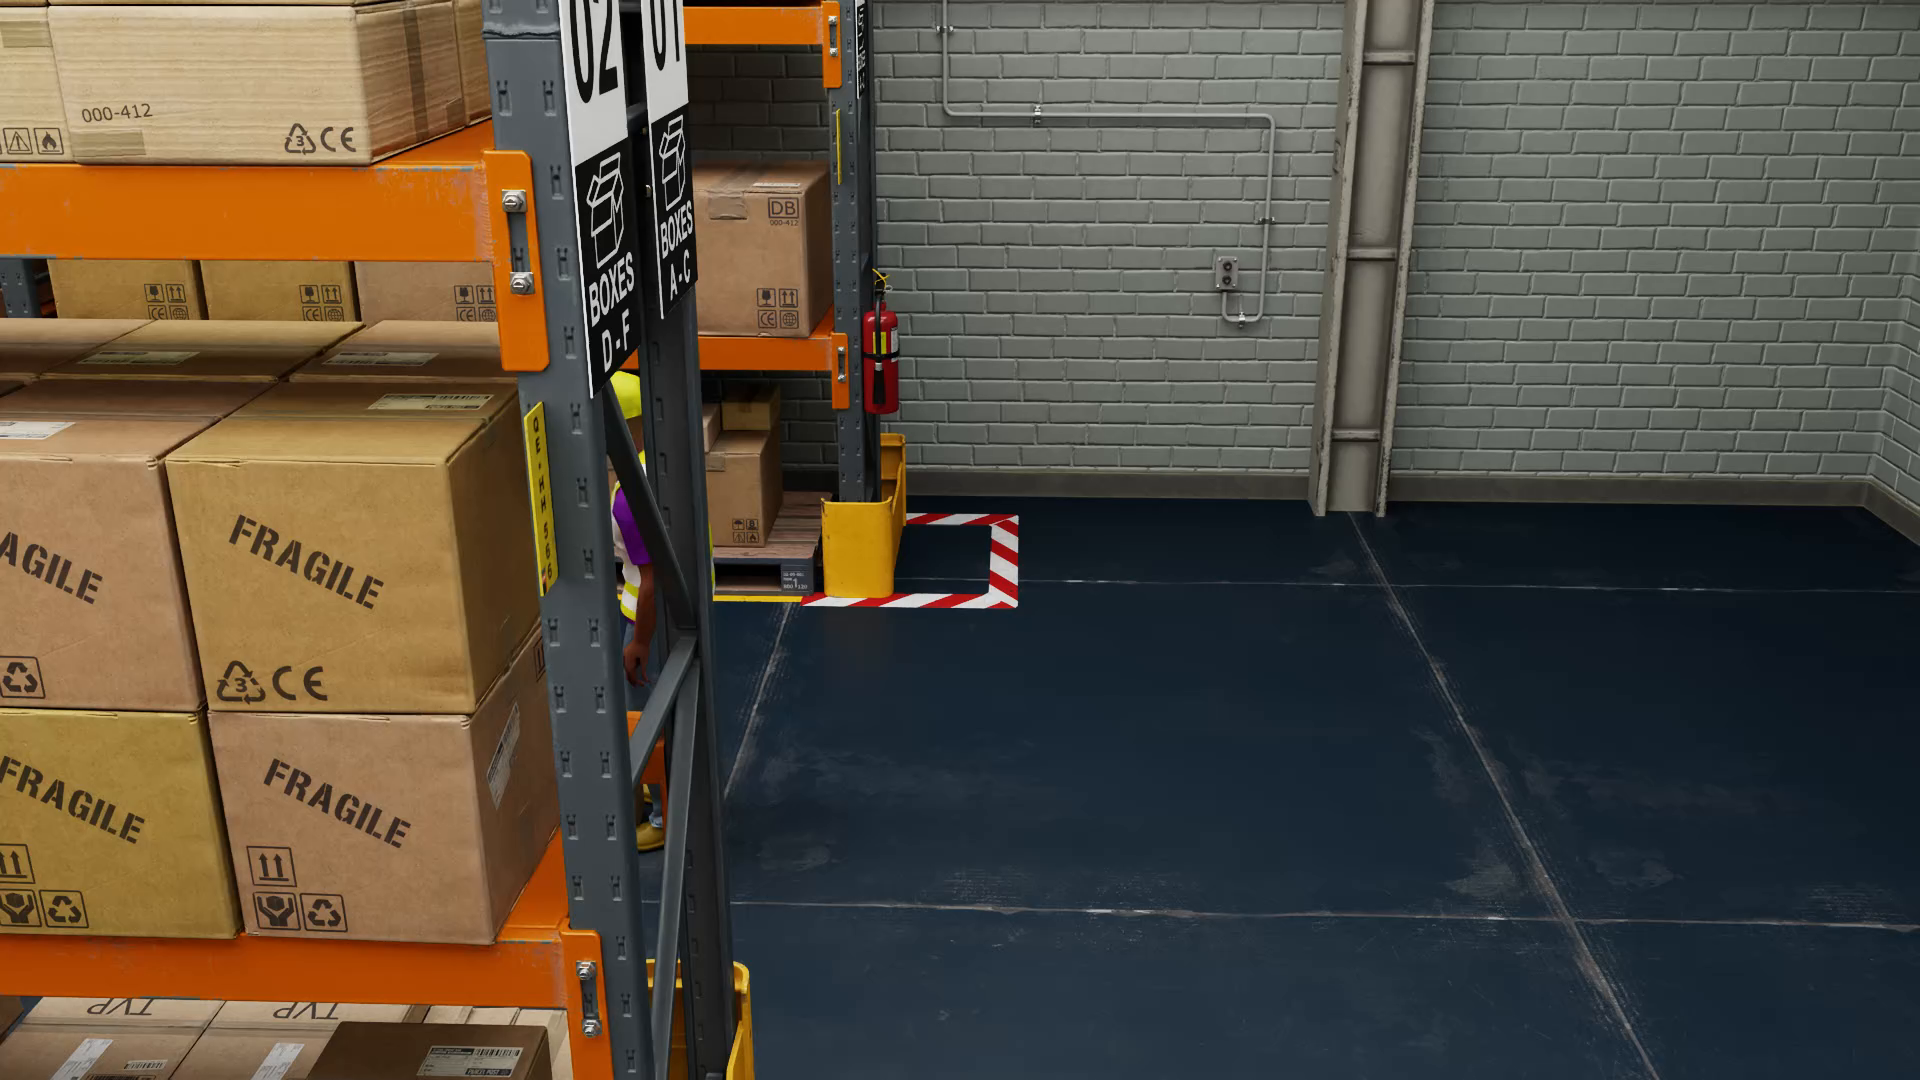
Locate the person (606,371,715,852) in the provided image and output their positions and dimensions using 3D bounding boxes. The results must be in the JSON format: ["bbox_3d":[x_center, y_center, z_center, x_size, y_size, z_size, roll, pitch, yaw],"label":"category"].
[{"bbox_3d":[-1.096,0.251,5.890,0.462,1.759,0.633,-1,21,-2],"label":"person"}]
